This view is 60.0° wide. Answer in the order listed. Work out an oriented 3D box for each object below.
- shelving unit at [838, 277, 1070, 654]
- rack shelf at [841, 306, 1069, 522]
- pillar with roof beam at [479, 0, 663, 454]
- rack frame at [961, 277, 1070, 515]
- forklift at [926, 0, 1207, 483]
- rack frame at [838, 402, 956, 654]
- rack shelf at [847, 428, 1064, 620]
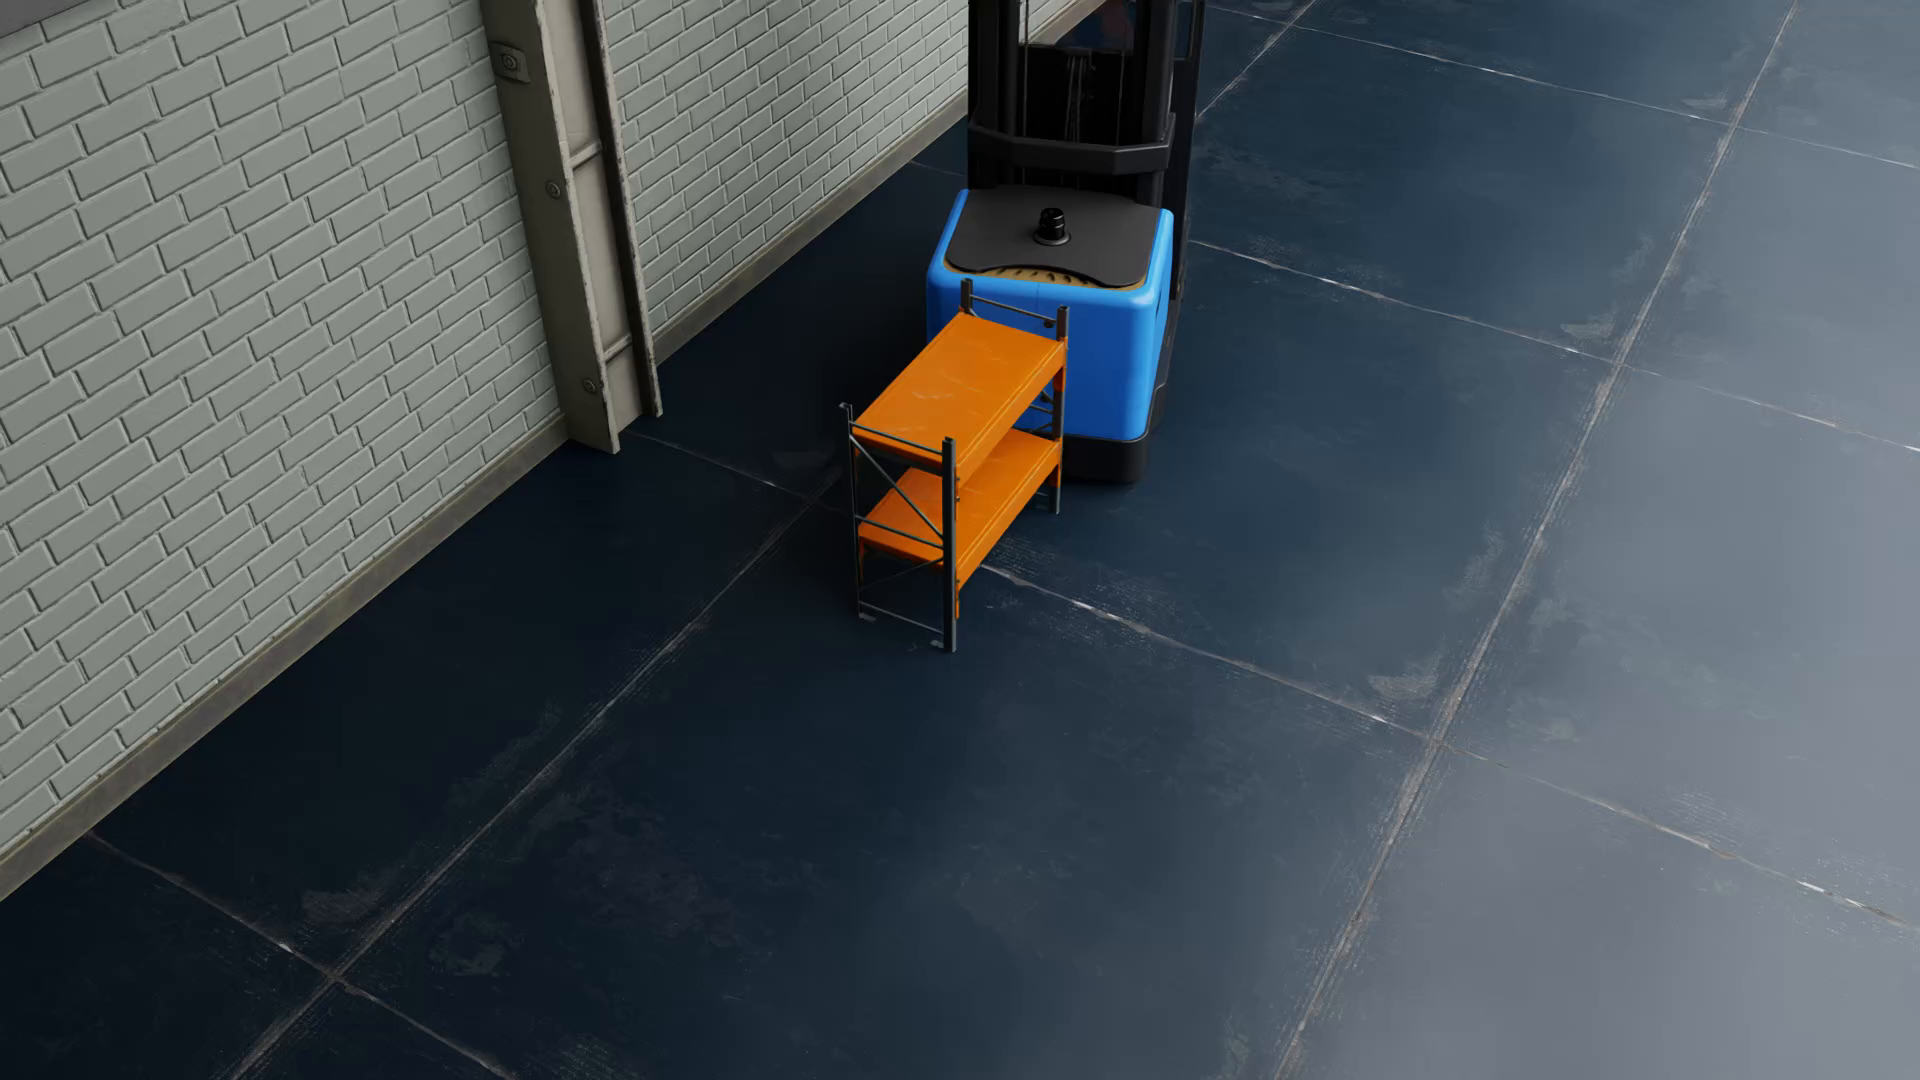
[{"bbox_3d":[-0.006,-0.325,7.083,0.538,1.125,1.048,19,45,21],"label":"shelving unit"},{"bbox_3d":[-0.006,-0.544,6.890,0.538,0.278,1.000,19,45,21],"label":"rack shelf"},{"bbox_3d":[2.019,-2.529,3.629,9.100,9.000,0.400,21,45,22],"label":"pillar with roof beam"},{"bbox_3d":[0.232,-0.622,7.420,0.500,1.125,0.032,19,45,21],"label":"rack frame"},{"bbox_3d":[0.629,-2.349,8.015,1.130,2.935,3.031,8,42,8],"label":"forklift"},{"bbox_3d":[-0.245,-0.028,6.746,0.500,1.125,0.032,19,45,21],"label":"rack frame"},{"bbox_3d":[-0.006,-0.141,7.245,0.538,0.278,1.000,19,45,21],"label":"rack shelf"}]
